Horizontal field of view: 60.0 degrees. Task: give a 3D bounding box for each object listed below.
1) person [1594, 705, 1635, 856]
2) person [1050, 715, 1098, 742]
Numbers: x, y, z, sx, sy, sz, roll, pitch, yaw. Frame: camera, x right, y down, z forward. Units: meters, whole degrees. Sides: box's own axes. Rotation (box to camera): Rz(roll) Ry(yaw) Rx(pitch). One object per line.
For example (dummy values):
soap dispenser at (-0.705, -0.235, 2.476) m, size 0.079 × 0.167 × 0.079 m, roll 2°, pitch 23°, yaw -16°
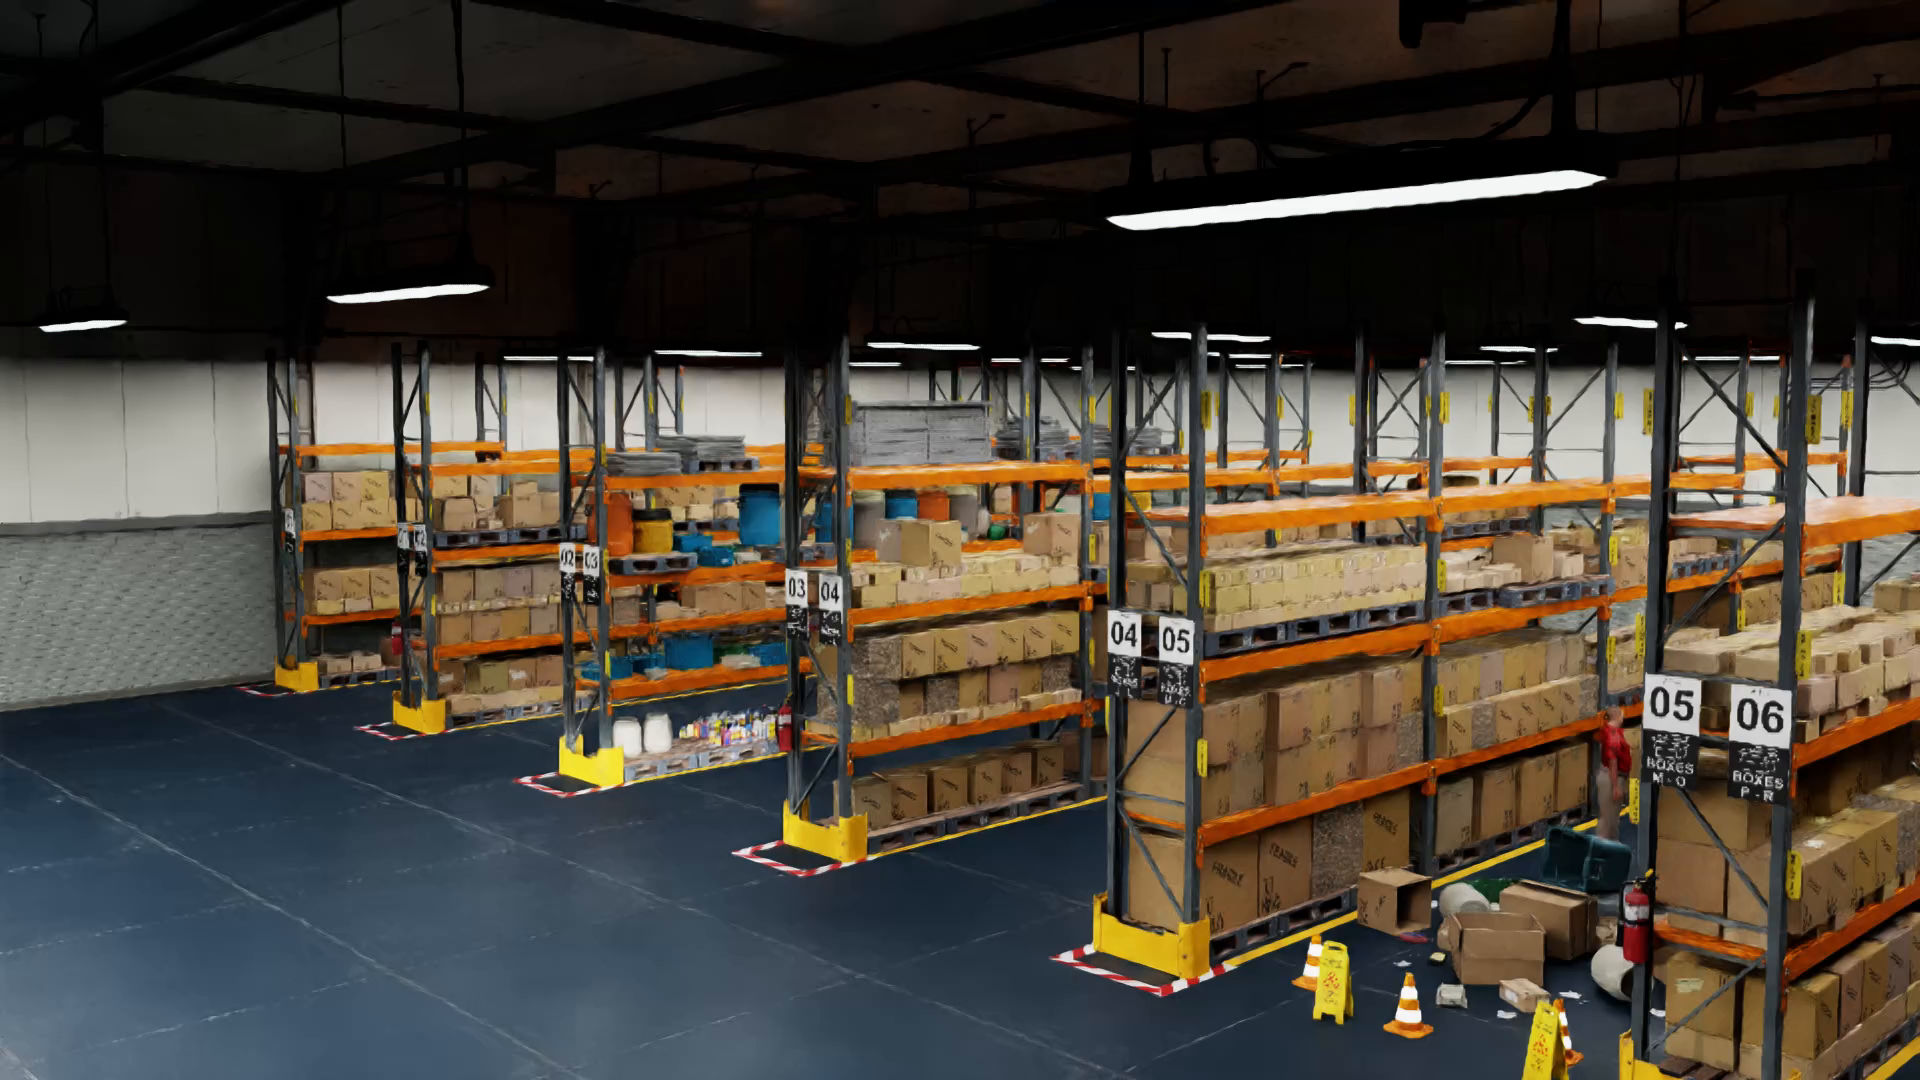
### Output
person at (7.286, 2.694, 18.458) m, size 0.450 × 1.737 × 0.595 m, roll 1°, pitch 5°, yaw 16°
person at (1.637, 2.218, 24.110) m, size 1.042 × 1.706 × 0.571 m, roll -3°, pitch 6°, yaw -34°
